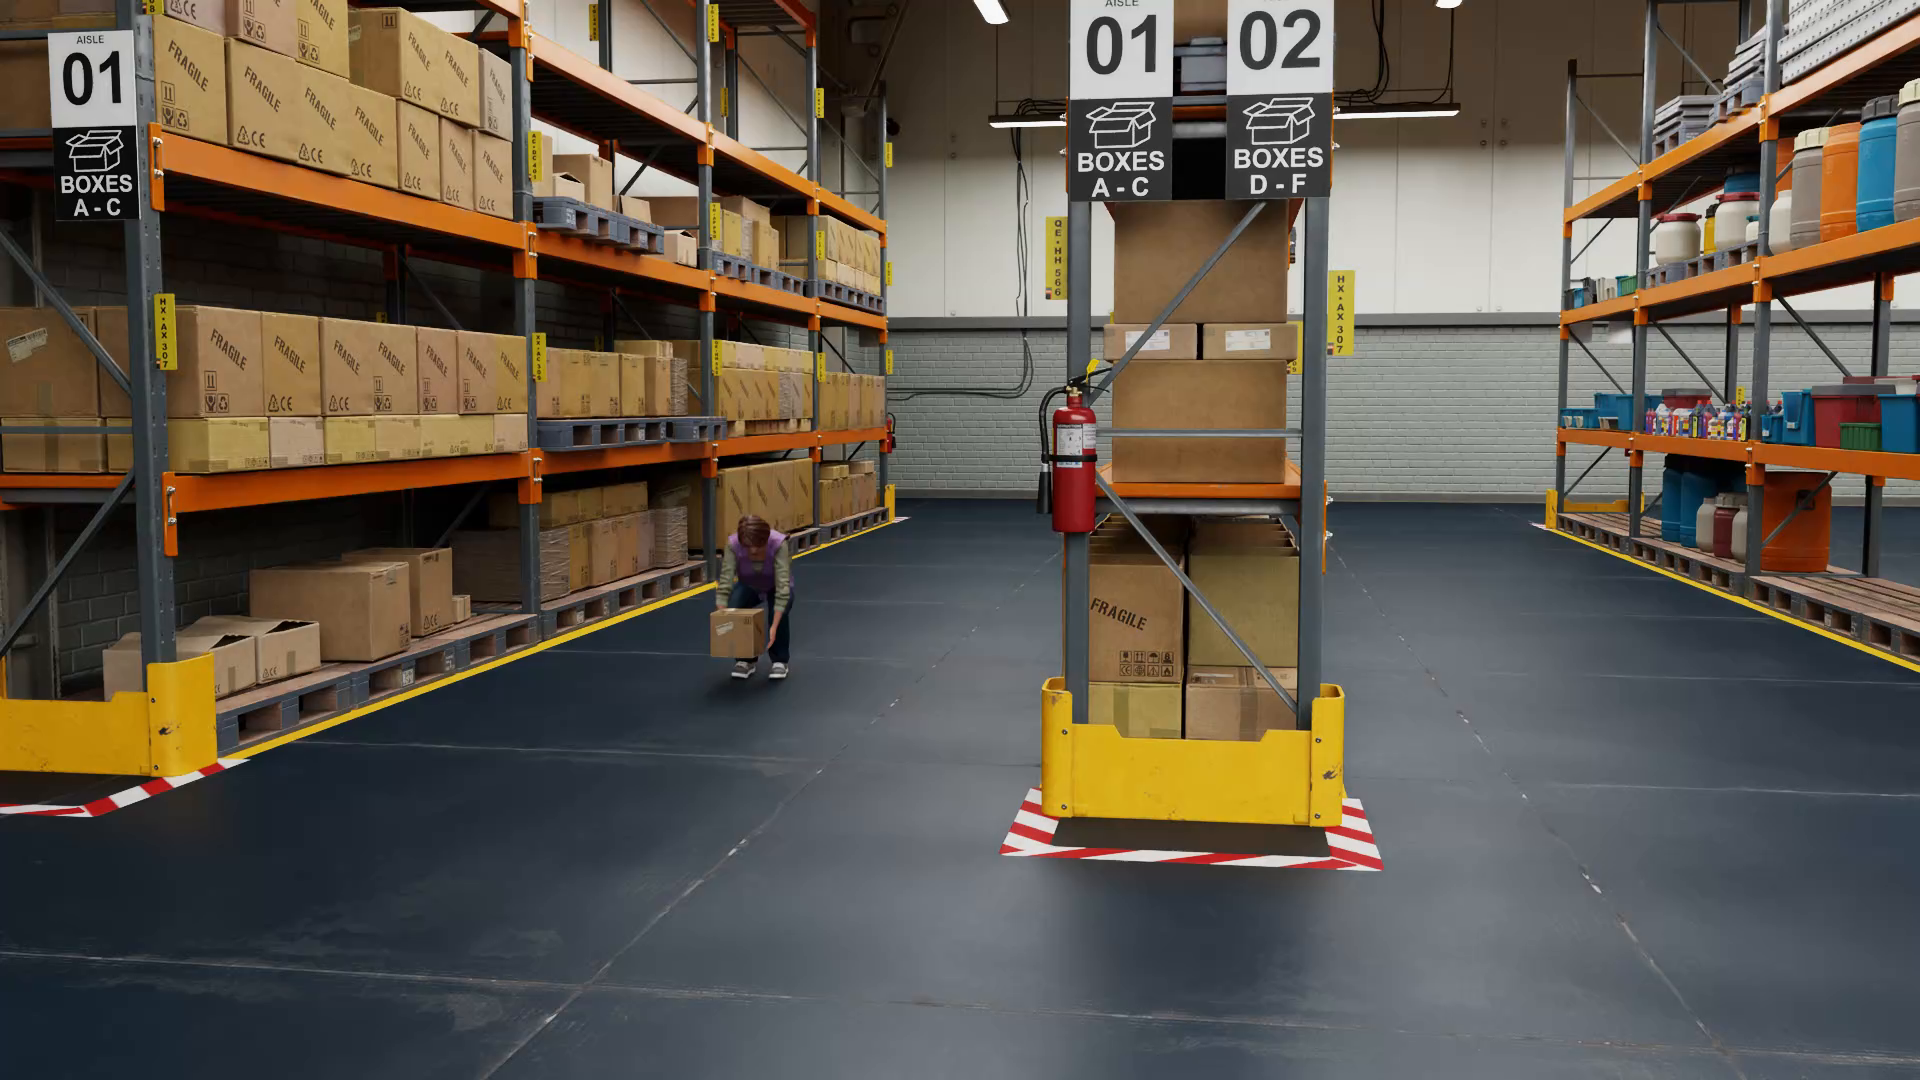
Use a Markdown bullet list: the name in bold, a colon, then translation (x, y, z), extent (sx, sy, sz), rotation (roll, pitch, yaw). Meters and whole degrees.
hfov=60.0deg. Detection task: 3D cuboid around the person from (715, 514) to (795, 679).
- **person**: translation (-1.176, 0.327, 9.821), extent (0.454, 0.996, 0.765), rotation (1, 5, 9)
